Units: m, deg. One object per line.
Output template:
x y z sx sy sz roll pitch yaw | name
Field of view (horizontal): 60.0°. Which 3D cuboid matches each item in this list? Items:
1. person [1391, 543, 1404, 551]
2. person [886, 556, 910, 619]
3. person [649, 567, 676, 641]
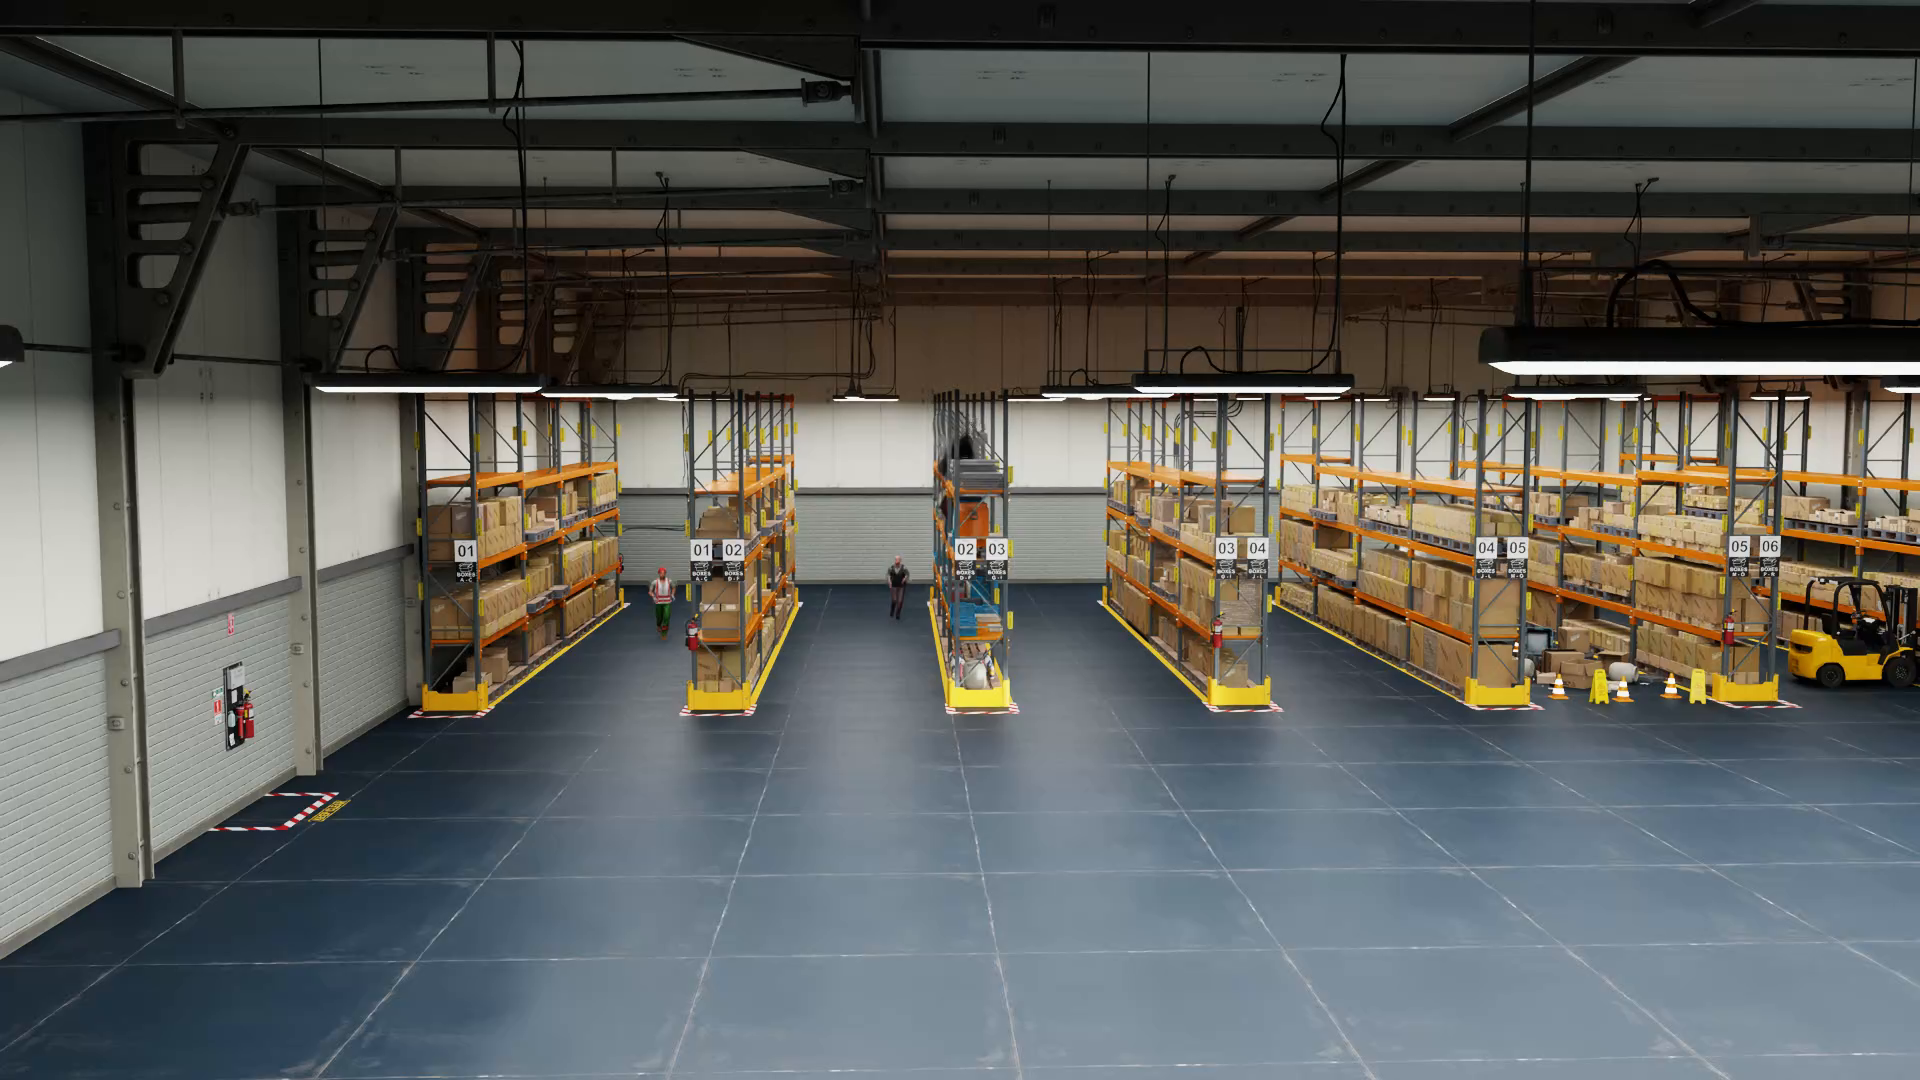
12.910 0.798 49.273 0.942 1.760 0.713 0 5 1 | person
-1.644 1.269 44.290 0.646 1.687 0.584 0 5 -2 | person
-7.231 1.546 40.489 0.657 1.771 0.863 -1 5 -15 | person
